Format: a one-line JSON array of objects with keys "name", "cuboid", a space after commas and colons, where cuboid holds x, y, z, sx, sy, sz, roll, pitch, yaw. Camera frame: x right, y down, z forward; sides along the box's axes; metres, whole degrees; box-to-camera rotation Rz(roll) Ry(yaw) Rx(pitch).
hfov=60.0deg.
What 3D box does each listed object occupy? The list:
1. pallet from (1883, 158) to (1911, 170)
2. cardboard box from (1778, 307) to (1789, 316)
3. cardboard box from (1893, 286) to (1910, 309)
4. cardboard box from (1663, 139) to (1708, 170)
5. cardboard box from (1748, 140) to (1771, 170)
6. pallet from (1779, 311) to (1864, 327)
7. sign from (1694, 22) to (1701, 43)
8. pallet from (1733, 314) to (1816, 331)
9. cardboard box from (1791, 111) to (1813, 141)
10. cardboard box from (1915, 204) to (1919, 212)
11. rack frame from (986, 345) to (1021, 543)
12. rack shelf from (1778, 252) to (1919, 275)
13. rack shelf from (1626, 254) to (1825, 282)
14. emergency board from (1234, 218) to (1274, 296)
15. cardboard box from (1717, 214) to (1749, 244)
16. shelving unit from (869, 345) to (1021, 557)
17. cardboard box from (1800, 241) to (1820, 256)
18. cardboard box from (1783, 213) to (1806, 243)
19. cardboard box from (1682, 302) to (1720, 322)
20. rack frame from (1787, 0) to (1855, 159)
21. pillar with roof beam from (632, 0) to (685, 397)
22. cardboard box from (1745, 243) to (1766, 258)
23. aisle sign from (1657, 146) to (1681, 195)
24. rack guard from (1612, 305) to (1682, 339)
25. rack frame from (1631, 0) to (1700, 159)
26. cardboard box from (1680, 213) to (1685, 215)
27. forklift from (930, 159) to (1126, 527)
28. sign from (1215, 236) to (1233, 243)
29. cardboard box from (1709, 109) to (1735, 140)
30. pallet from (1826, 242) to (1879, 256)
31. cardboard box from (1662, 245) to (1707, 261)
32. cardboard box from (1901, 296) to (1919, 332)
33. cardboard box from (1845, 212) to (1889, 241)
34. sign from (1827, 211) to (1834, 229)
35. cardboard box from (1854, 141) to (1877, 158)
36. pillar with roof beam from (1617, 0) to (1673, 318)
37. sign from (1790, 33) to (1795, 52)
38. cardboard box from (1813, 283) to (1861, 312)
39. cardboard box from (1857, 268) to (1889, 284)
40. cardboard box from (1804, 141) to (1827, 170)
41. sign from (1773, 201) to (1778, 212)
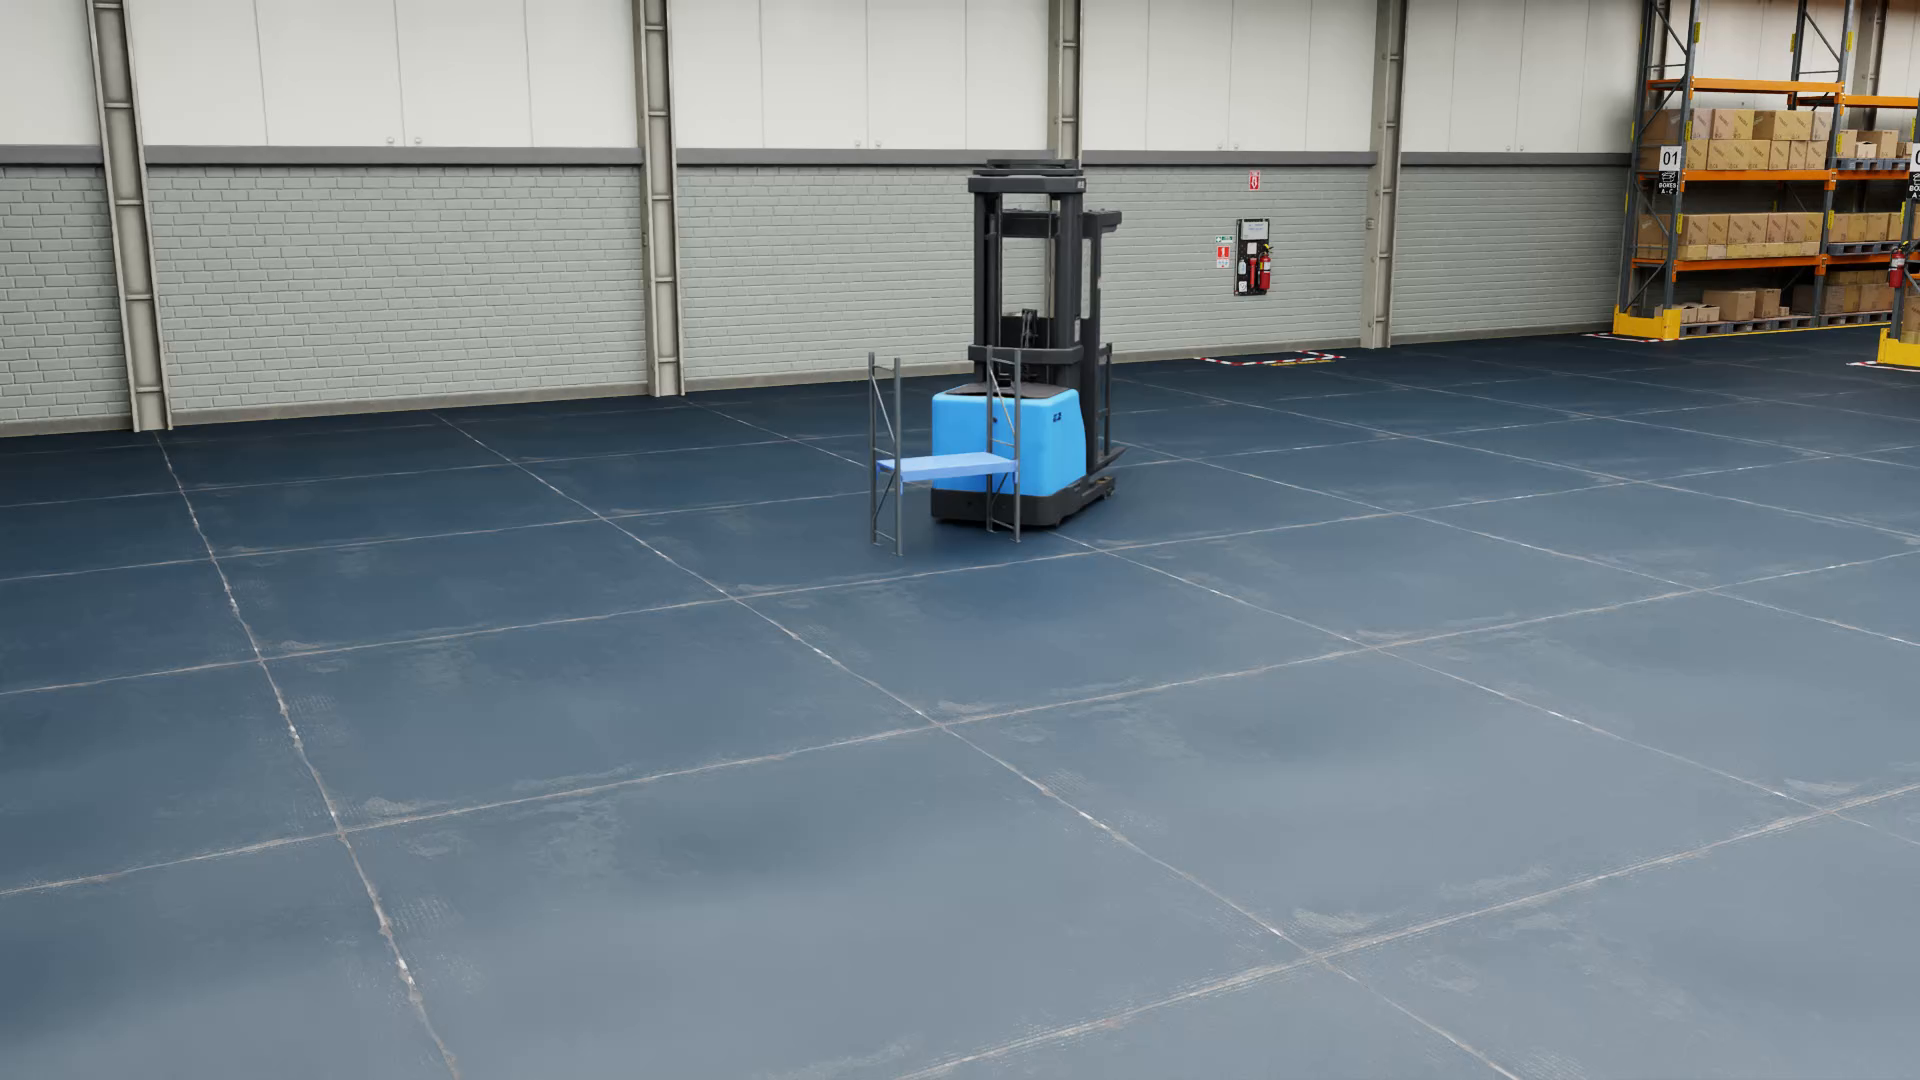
[{"name": "pallet", "cuboid": [16.826, -6.941, 30.714, 1.003, 0.211, 1.213, -7, 14, -28]}, {"name": "cardboard box", "cuboid": [14.869, -4.185, 30.325, 0.250, 0.166, 0.380, -9, 16, -35]}, {"name": "cardboard box", "cuboid": [17.720, -4.713, 31.911, 0.500, 0.500, 0.700, -7, 14, -28]}, {"name": "cardboard box", "cuboid": [12.227, -6.503, 28.068, 0.500, 0.500, 0.500, -6, 14, -26]}, {"name": "cardboard box", "cuboid": [13.629, -6.668, 28.803, 0.500, 0.500, 0.500, -6, 14, -24]}, {"name": "pallet", "cuboid": [16.007, -4.137, 31.009, 1.213, 0.211, 1.003, -7, 14, -28]}, {"name": "sign", "cuboid": [12.073, -8.311, 27.234, 0.005, 0.325, 0.100, -7, 14, -28]}, {"name": "pallet", "cuboid": [14.752, -3.977, 30.300, 1.213, 0.211, 1.003, -7, 14, -28]}, {"name": "cardboard box", "cuboid": [14.536, -7.260, 29.153, 0.500, 0.500, 0.500, -6, 14, -25]}, {"name": "cardboard box", "cuboid": [18.272, -6.337, 31.727, 0.250, 0.149, 0.380, -10, 16, -37]}, {"name": "rack frame", "cuboid": [0.339, -0.757, 13.055, 0.032, 1.500, 0.500, -6, 14, -26]}, {"name": "rack shelf", "cuboid": [17.080, -5.274, 31.352, 4.000, 0.370, 1.077, -7, 14, -28]}, {"name": "rack shelf", "cuboid": [13.569, -4.853, 29.482, 4.000, 0.370, 1.077, -7, 14, -28]}, {"name": "emergency board", "cuboid": [4.560, -4.351, 25.609, 0.643, 1.169, 0.194, -7, 14, -28]}, {"name": "cardboard box", "cuboid": [13.272, -5.392, 28.824, 0.500, 0.500, 0.500, -7, 15, -30]}, {"name": "shelving unit", "cuboid": [-0.115, -0.706, 12.830, 1.048, 1.500, 0.538, -6, 14, -26]}, {"name": "cardboard box", "cuboid": [15.054, -5.243, 29.871, 0.500, 0.250, 0.500, -7, 14, -28]}, {"name": "cardboard box", "cuboid": [14.622, -5.554, 29.546, 0.500, 0.500, 0.500, -7, 14, -28]}, {"name": "cardboard box", "cuboid": [12.964, -4.012, 29.228, 0.500, 0.311, 0.500, -6, 14, -23]}, {"name": "rack frame", "cuboid": [15.324, -8.342, 29.679, 0.127, 3.000, 1.000, -7, 14, -28]}, {"name": "pillar with roof beam", "cuboid": [-1.723, -5.438, 16.777, 0.400, 9.000, 9.100, -7, 14, -28]}, {"name": "cardboard box", "cuboid": [13.738, -5.083, 29.161, 0.500, 0.250, 0.500, -7, 14, -27]}, {"name": "aisle sign", "cuboid": [11.894, -6.197, 27.892, 0.004, 0.787, 0.394, -7, 14, -28]}, {"name": "rack guard", "cuboid": [11.880, -3.783, 28.778, 0.348, 0.500, 1.175, -7, 14, -28]}, {"name": "rack frame", "cuboid": [11.813, -7.921, 27.809, 0.127, 3.000, 1.000, -7, 14, -28]}, {"name": "cardboard box", "cuboid": [12.572, -5.438, 29.029, 0.500, 0.500, 0.500, -7, 14, -27]}, {"name": "forklift", "cuboid": [0.754, -1.818, 14.513, 1.130, 2.935, 3.031, 5, 14, 20]}, {"name": "sign", "cuboid": [4.033, -4.587, 25.371, 0.331, 0.109, 0.001, -7, 14, -28]}, {"name": "cardboard box", "cuboid": [12.732, -7.041, 28.179, 0.500, 0.500, 0.500, -7, 14, -29]}, {"name": "pallet", "cuboid": [16.065, -5.374, 30.592, 1.213, 0.211, 1.003, -7, 14, -28]}, {"name": "cardboard box", "cuboid": [12.394, -4.921, 28.439, 0.500, 0.250, 0.500, -7, 15, -29]}, {"name": "cardboard box", "cuboid": [14.518, -3.383, 24.907, 0.500, 0.500, 0.500, -7, 14, -28]}, {"name": "cardboard box", "cuboid": [16.844, -5.858, 31.077, 0.500, 0.500, 0.700, -5, 14, -20]}, {"name": "sign", "cuboid": [15.591, -5.733, 29.782, 0.005, 0.325, 0.100, -7, 14, -28]}, {"name": "cardboard box", "cuboid": [16.383, -7.147, 30.447, 0.500, 0.311, 0.500, -6, 14, -26]}, {"name": "pillar with roof beam", "cuboid": [14.076, -7.332, 25.191, 0.400, 9.000, 9.100, -7, 14, -28]}, {"name": "sign", "cuboid": [15.053, -8.981, 30.032, 0.005, 0.325, 0.100, -7, 14, -28]}, {"name": "cardboard box", "cuboid": [16.392, -4.555, 31.207, 0.500, 0.500, 0.700, -7, 15, -29]}, {"name": "cardboard box", "cuboid": [17.249, -5.008, 31.513, 0.500, 0.250, 0.500, -7, 14, -28]}, {"name": "cardboard box", "cuboid": [14.997, -6.836, 29.547, 0.500, 0.500, 0.500, -6, 14, -26]}, {"name": "sign", "cuboid": [15.055, -6.086, 30.684, 0.005, 0.325, 0.100, -7, 14, -28]}]
